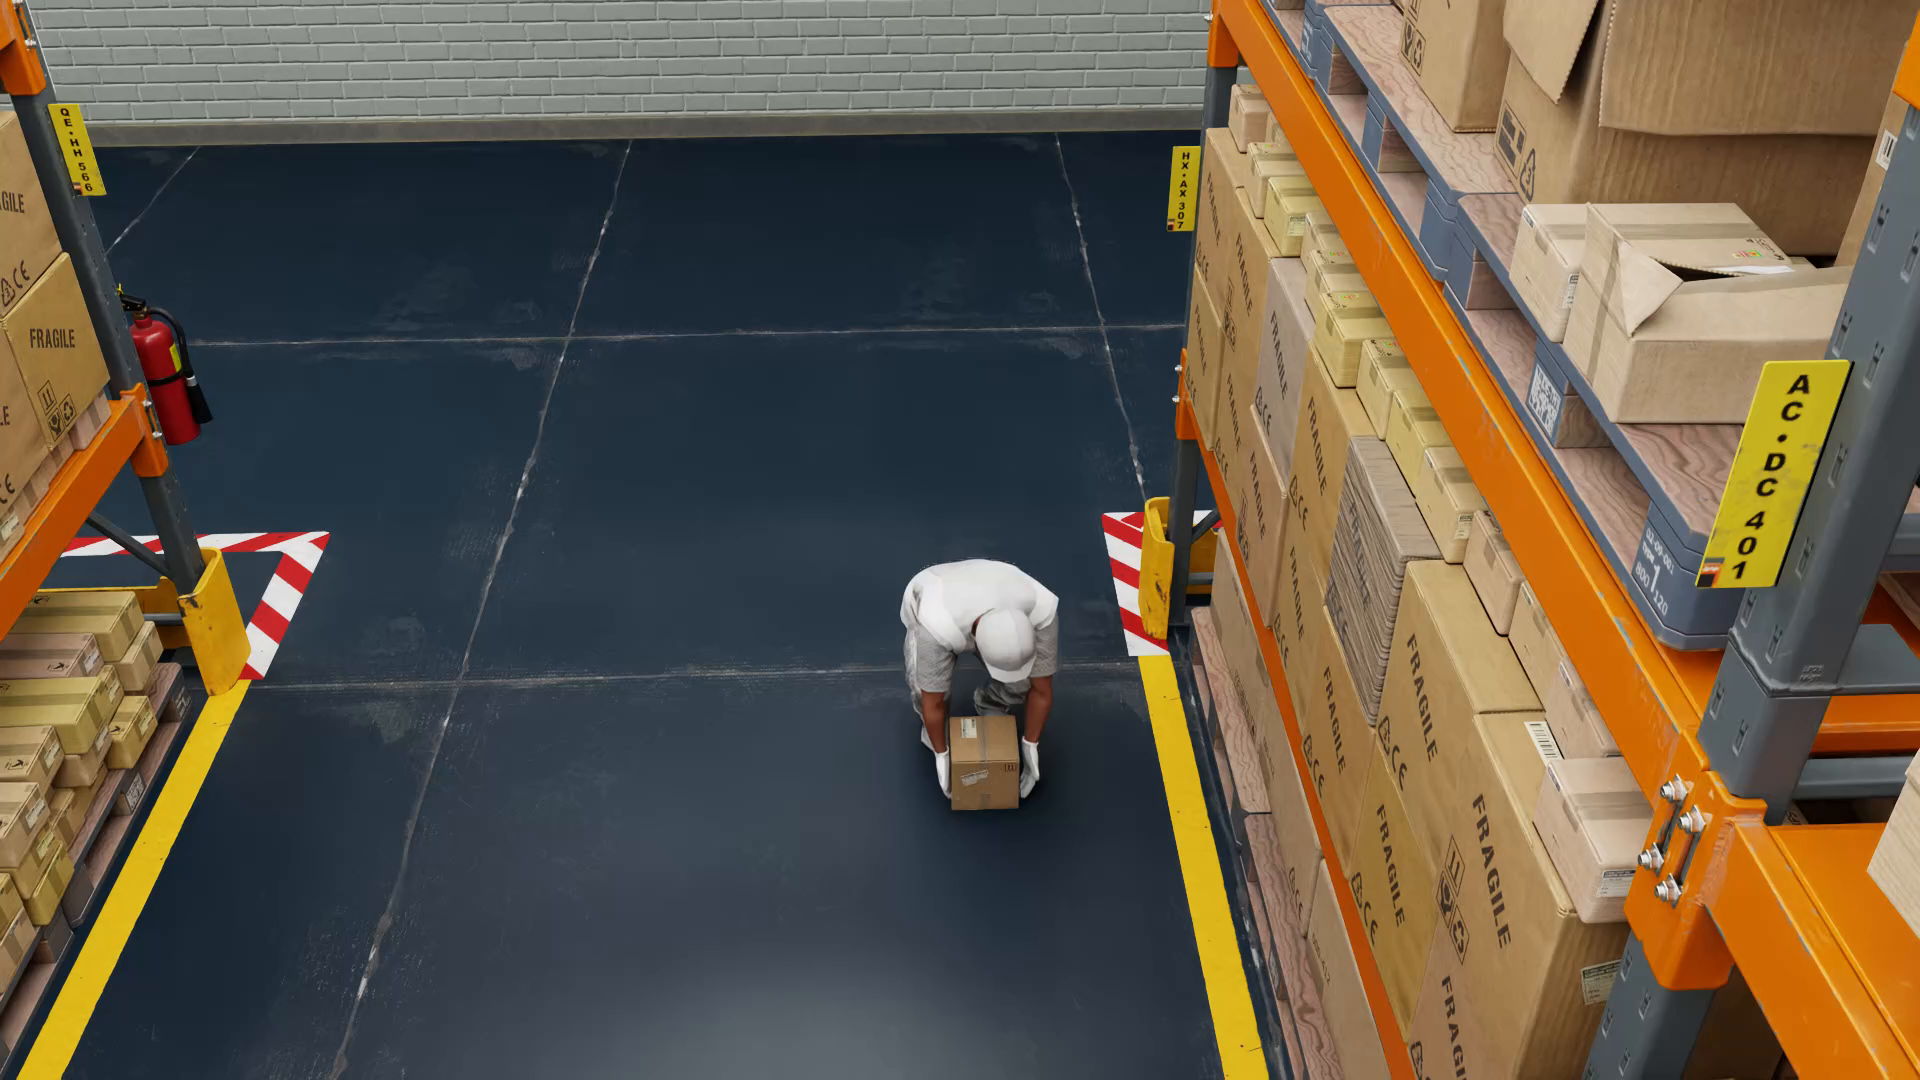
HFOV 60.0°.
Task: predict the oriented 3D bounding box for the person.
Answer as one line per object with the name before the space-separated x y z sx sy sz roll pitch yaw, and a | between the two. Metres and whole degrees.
person | 0.070 0.441 6.302 0.571 0.895 0.900 -6 35 -8
